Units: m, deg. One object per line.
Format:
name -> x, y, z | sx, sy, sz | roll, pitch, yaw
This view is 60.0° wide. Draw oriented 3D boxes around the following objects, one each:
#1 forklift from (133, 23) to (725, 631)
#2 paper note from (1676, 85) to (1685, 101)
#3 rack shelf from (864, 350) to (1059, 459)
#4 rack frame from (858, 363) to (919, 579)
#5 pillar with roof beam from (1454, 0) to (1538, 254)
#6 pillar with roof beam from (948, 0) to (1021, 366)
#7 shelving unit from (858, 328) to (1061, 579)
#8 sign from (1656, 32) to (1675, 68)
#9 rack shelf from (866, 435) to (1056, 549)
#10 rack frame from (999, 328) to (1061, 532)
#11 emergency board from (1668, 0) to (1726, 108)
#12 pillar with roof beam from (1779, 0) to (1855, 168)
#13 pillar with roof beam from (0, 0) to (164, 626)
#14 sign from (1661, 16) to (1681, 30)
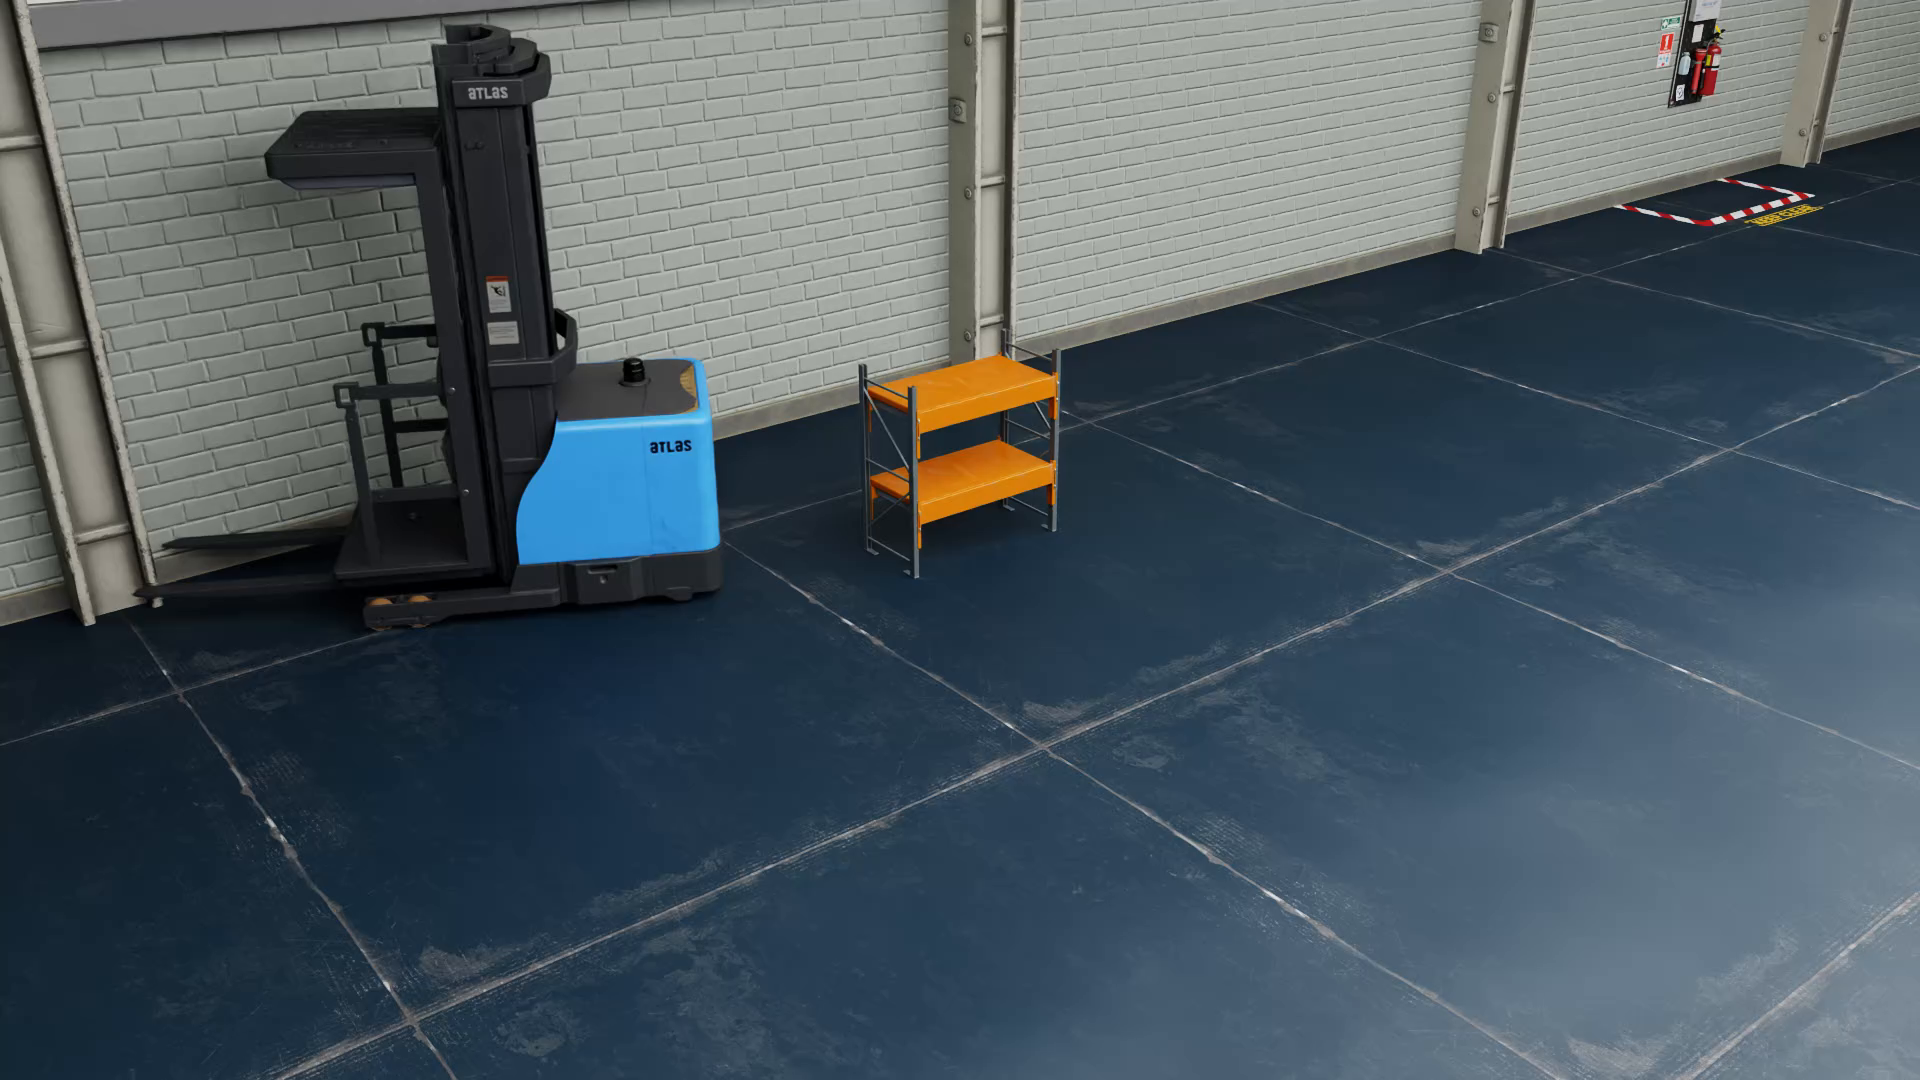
forklift -> -2.851, -1.094, 8.626 | 3.031, 2.935, 1.130 | -4, 25, -9
paper note -> 7.458, -4.631, 17.212 | 0.142, 0.148, 0.016 | -18, 31, -34
rack shelf -> 0.005, -0.777, 9.394 | 1.000, 0.278, 0.538 | -18, 31, -34
rack frame -> -0.395, -0.380, 9.232 | 0.032, 1.125, 0.500 | -18, 31, -34
pillar with roof beam -> 7.543, -5.420, 10.739 | 0.400, 9.000, 9.100 | -18, 31, -34
pillar with roof beam -> 2.822, -3.861, 7.380 | 0.400, 9.000, 9.100 | -18, 31, -34
shelving unit -> 0.005, -0.512, 9.517 | 1.048, 1.125, 0.538 | -18, 31, -34
sign -> 7.142, -4.961, 16.833 | 0.234, 0.329, 0.001 | -18, 31, -34
rack shelf -> 0.005, -0.290, 9.620 | 1.000, 0.278, 0.538 | -18, 31, -34
rack frame -> 0.405, -0.644, 9.802 | 0.032, 1.125, 0.500 | -18, 31, -34
emergency board -> 7.640, -5.054, 17.077 | 0.643, 1.169, 0.194 | -18, 31, -34
pillar with roof beam -> 12.265, -6.978, 14.097 | 0.400, 9.000, 9.100 | -18, 31, -34
pillar with roof beam -> -1.900, -2.303, 4.022 | 0.400, 9.000, 9.100 | -18, 31, -34
sign -> 7.151, -5.199, 16.718 | 0.331, 0.109, 0.001 | -18, 31, -34
